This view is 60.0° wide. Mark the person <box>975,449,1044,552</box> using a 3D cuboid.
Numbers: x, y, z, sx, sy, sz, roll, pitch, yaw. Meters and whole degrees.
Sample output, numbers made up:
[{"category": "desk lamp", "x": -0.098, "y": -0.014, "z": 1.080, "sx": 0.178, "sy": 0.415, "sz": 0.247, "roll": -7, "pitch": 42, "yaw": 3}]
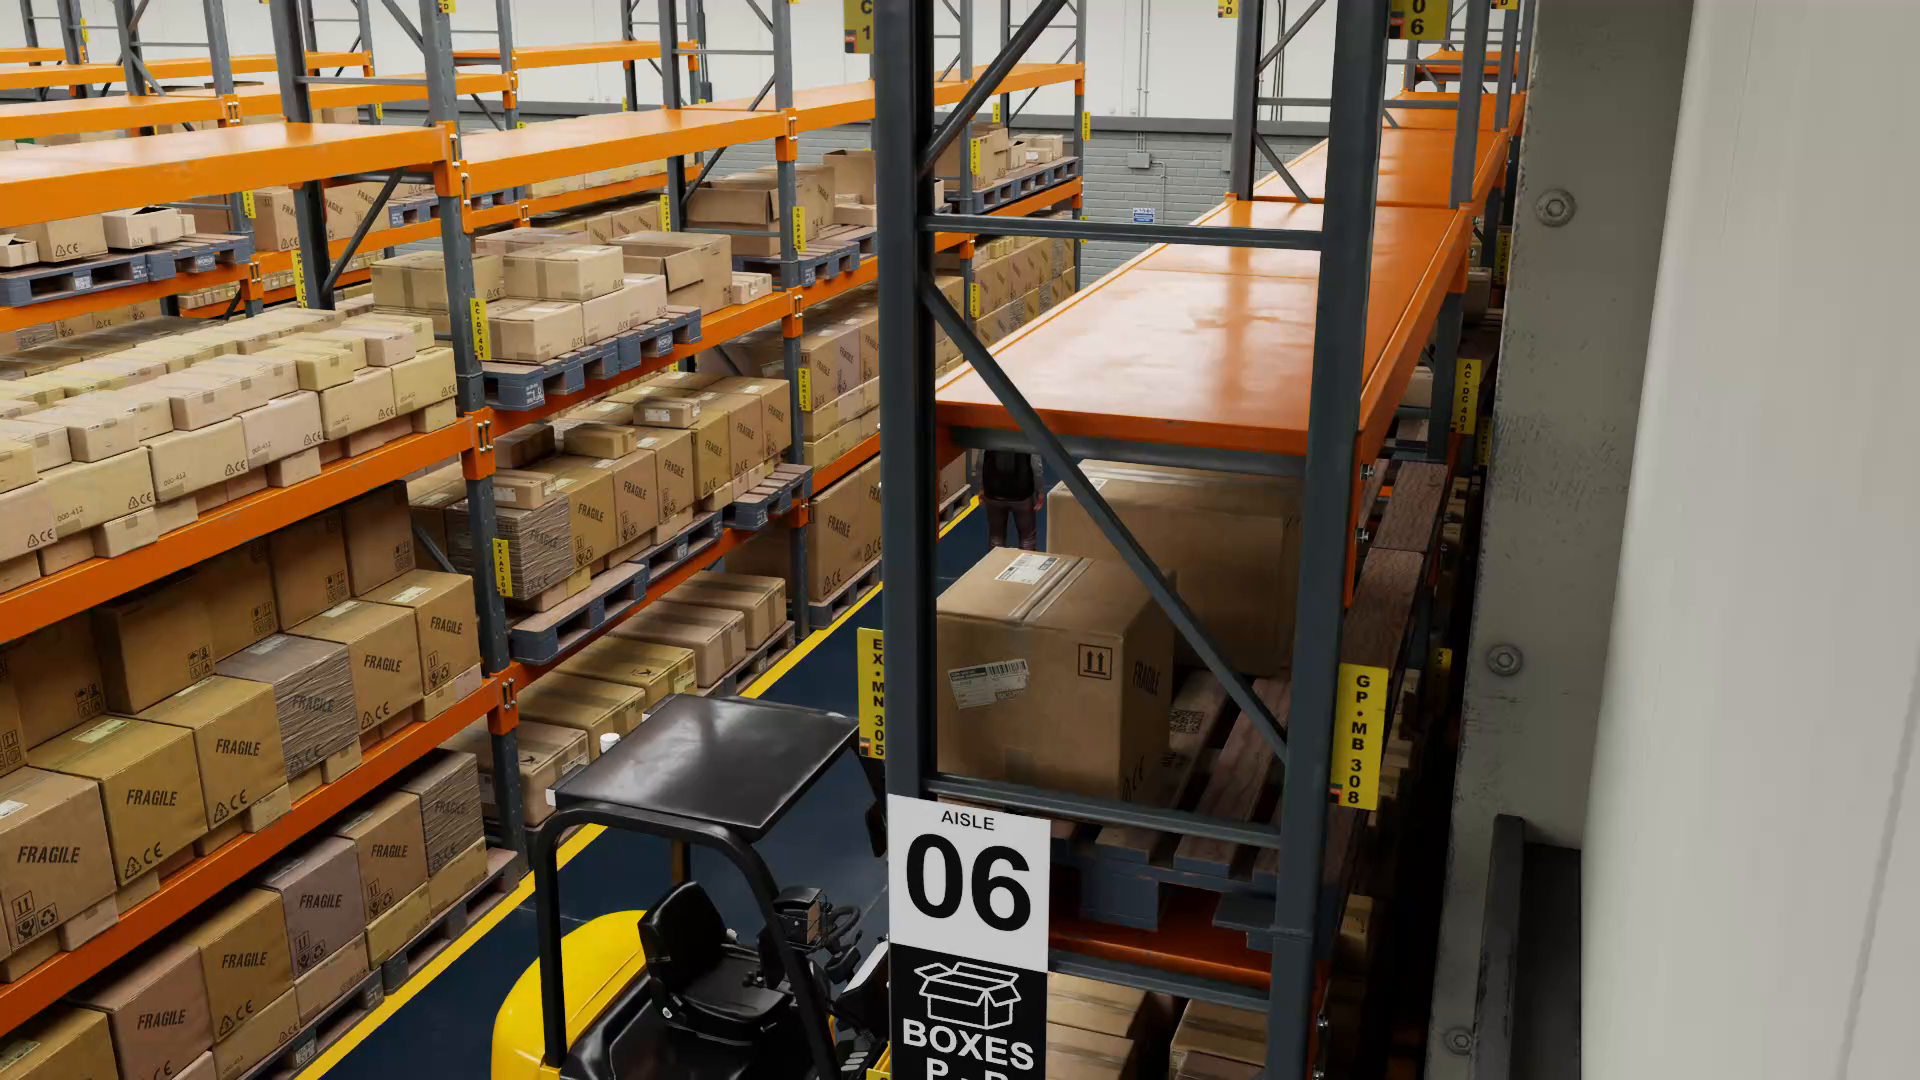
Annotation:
[{"category": "person", "x": 0.422, "y": -0.379, "z": 14.114, "sx": 0.593, "sy": 1.720, "sz": 0.419, "roll": 5, "pitch": 19, "yaw": 15}]
